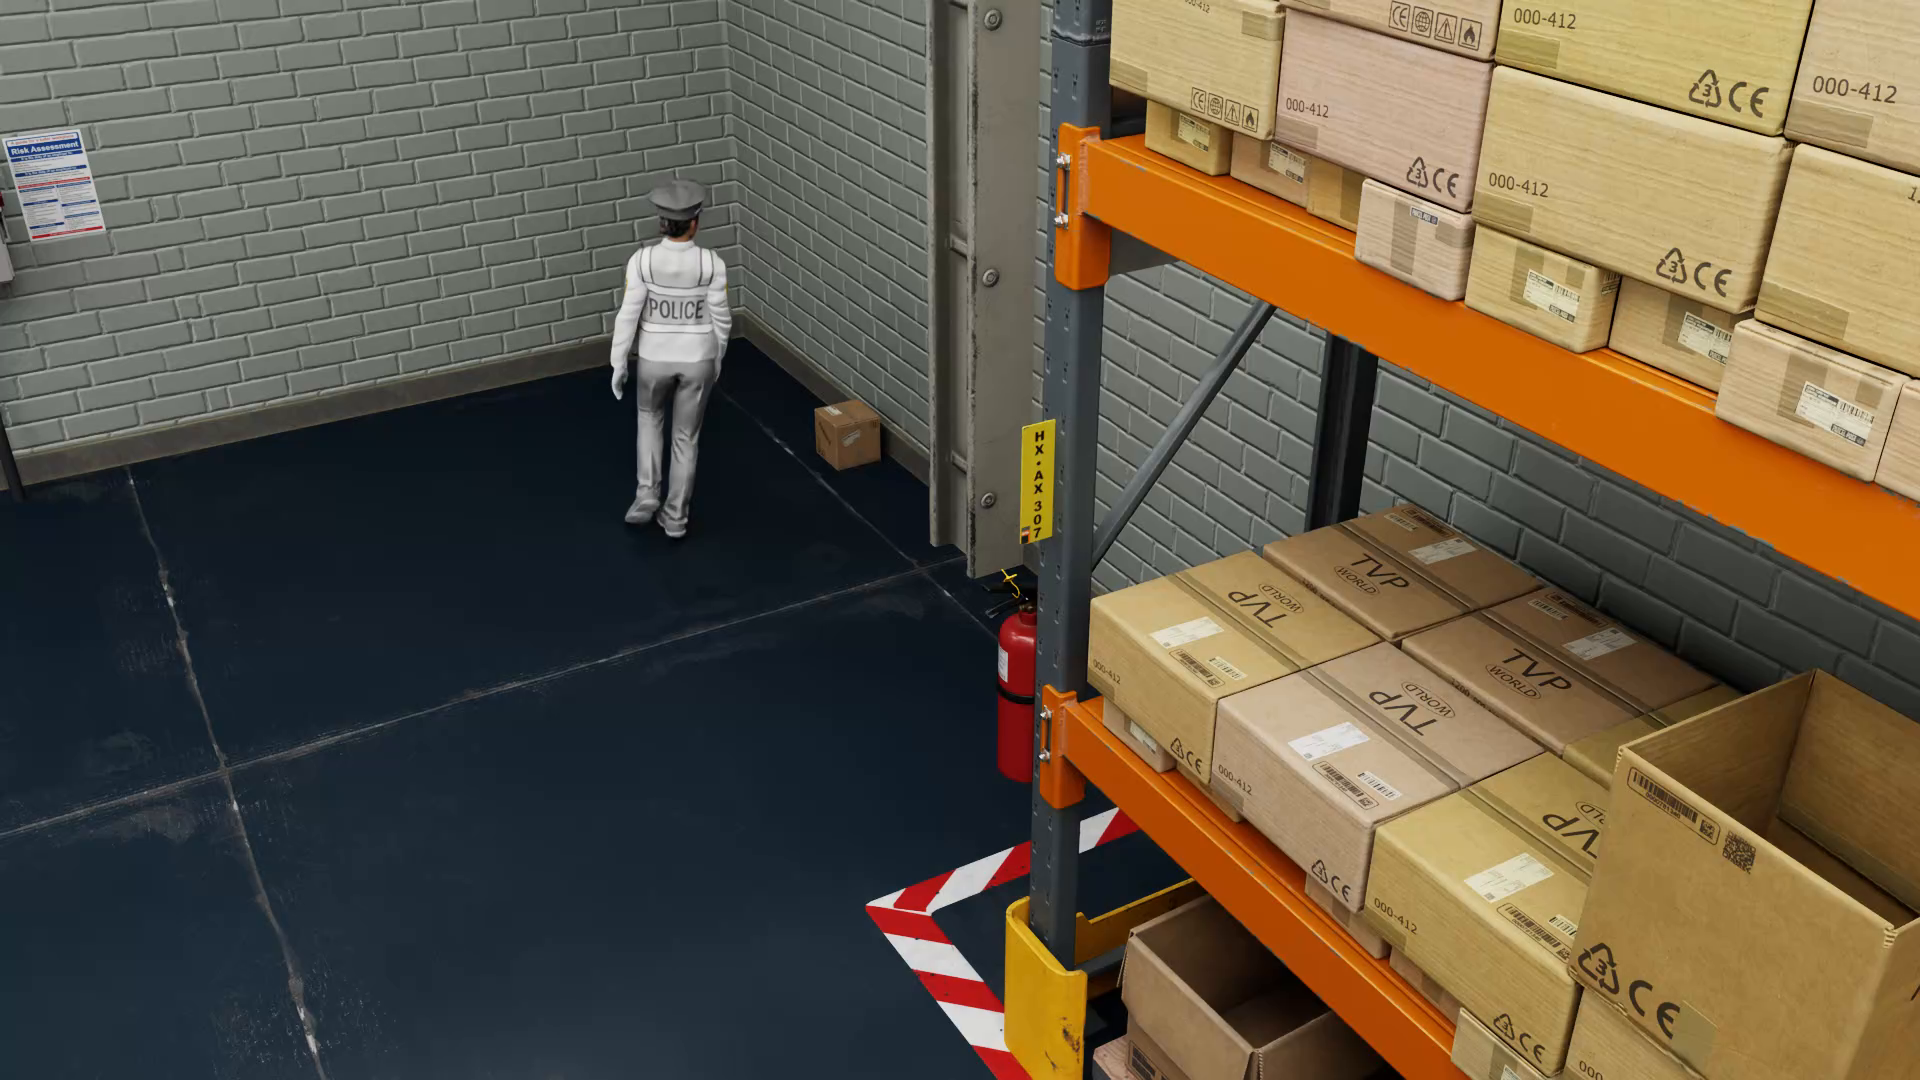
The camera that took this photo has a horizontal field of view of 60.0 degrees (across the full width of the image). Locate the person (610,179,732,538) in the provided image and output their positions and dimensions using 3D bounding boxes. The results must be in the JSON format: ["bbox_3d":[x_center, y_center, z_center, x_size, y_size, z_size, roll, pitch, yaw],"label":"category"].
[{"bbox_3d":[-1.307,-0.805,7.547,0.571,1.676,0.425,-3,29,-6],"label":"person"}]
